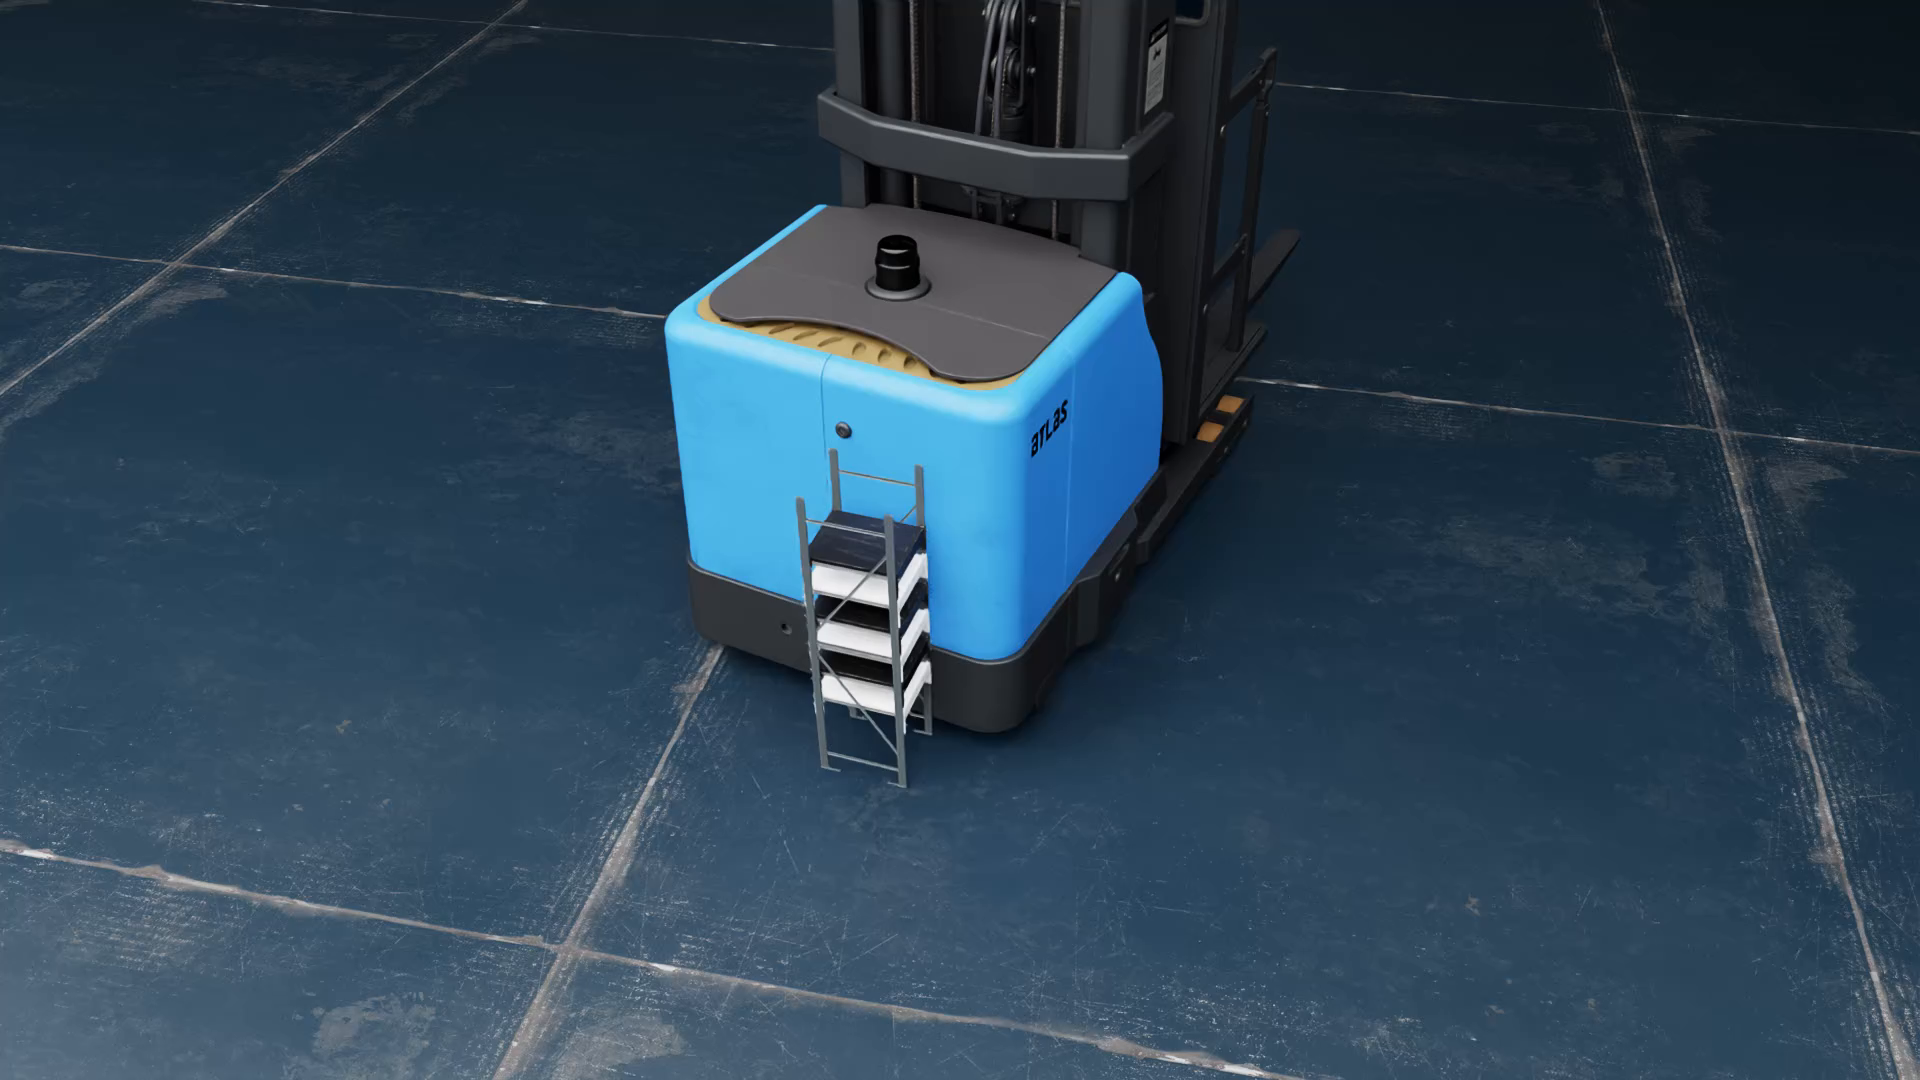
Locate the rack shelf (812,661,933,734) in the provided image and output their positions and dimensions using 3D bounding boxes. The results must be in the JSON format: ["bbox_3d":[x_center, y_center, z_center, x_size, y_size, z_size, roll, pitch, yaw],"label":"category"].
[{"bbox_3d":[-0.224,0.381,4.312,0.258,0.077,0.200,11,40,15],"label":"rack shelf"}]

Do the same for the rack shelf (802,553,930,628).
[{"bbox_3d":[-0.230,0.100,4.088,0.258,0.077,0.200,11,40,15],"label":"rack shelf"}]

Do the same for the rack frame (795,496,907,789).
[{"bbox_3d":[-0.260,0.275,4.104,0.240,0.900,0.006,11,40,15],"label":"rack frame"}]

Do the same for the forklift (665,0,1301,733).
[{"bbox_3d":[0.352,-1.524,4.855,1.130,2.935,3.031,17,39,22],"label":"forklift"}]

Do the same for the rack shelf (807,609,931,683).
[{"bbox_3d":[-0.227,0.241,4.200,0.258,0.077,0.200,11,40,15],"label":"rack shelf"}]

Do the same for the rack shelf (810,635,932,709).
[{"bbox_3d":[-0.226,0.311,4.256,0.258,0.077,0.200,11,40,15],"label":"rack shelf"}]

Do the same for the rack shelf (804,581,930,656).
[{"bbox_3d":[-0.229,0.170,4.144,0.258,0.077,0.200,11,40,15],"label":"rack shelf"}]

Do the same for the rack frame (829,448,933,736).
[{"bbox_3d":[-0.195,0.154,4.254,0.240,0.900,0.006,11,40,15],"label":"rack frame"}]

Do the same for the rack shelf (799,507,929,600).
[{"bbox_3d":[-0.231,0.029,4.032,0.258,0.077,0.200,11,40,15],"label":"rack shelf"}]

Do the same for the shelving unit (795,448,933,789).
[{"bbox_3d":[-0.228,0.215,4.179,0.258,0.900,0.210,11,40,15],"label":"shelving unit"}]
